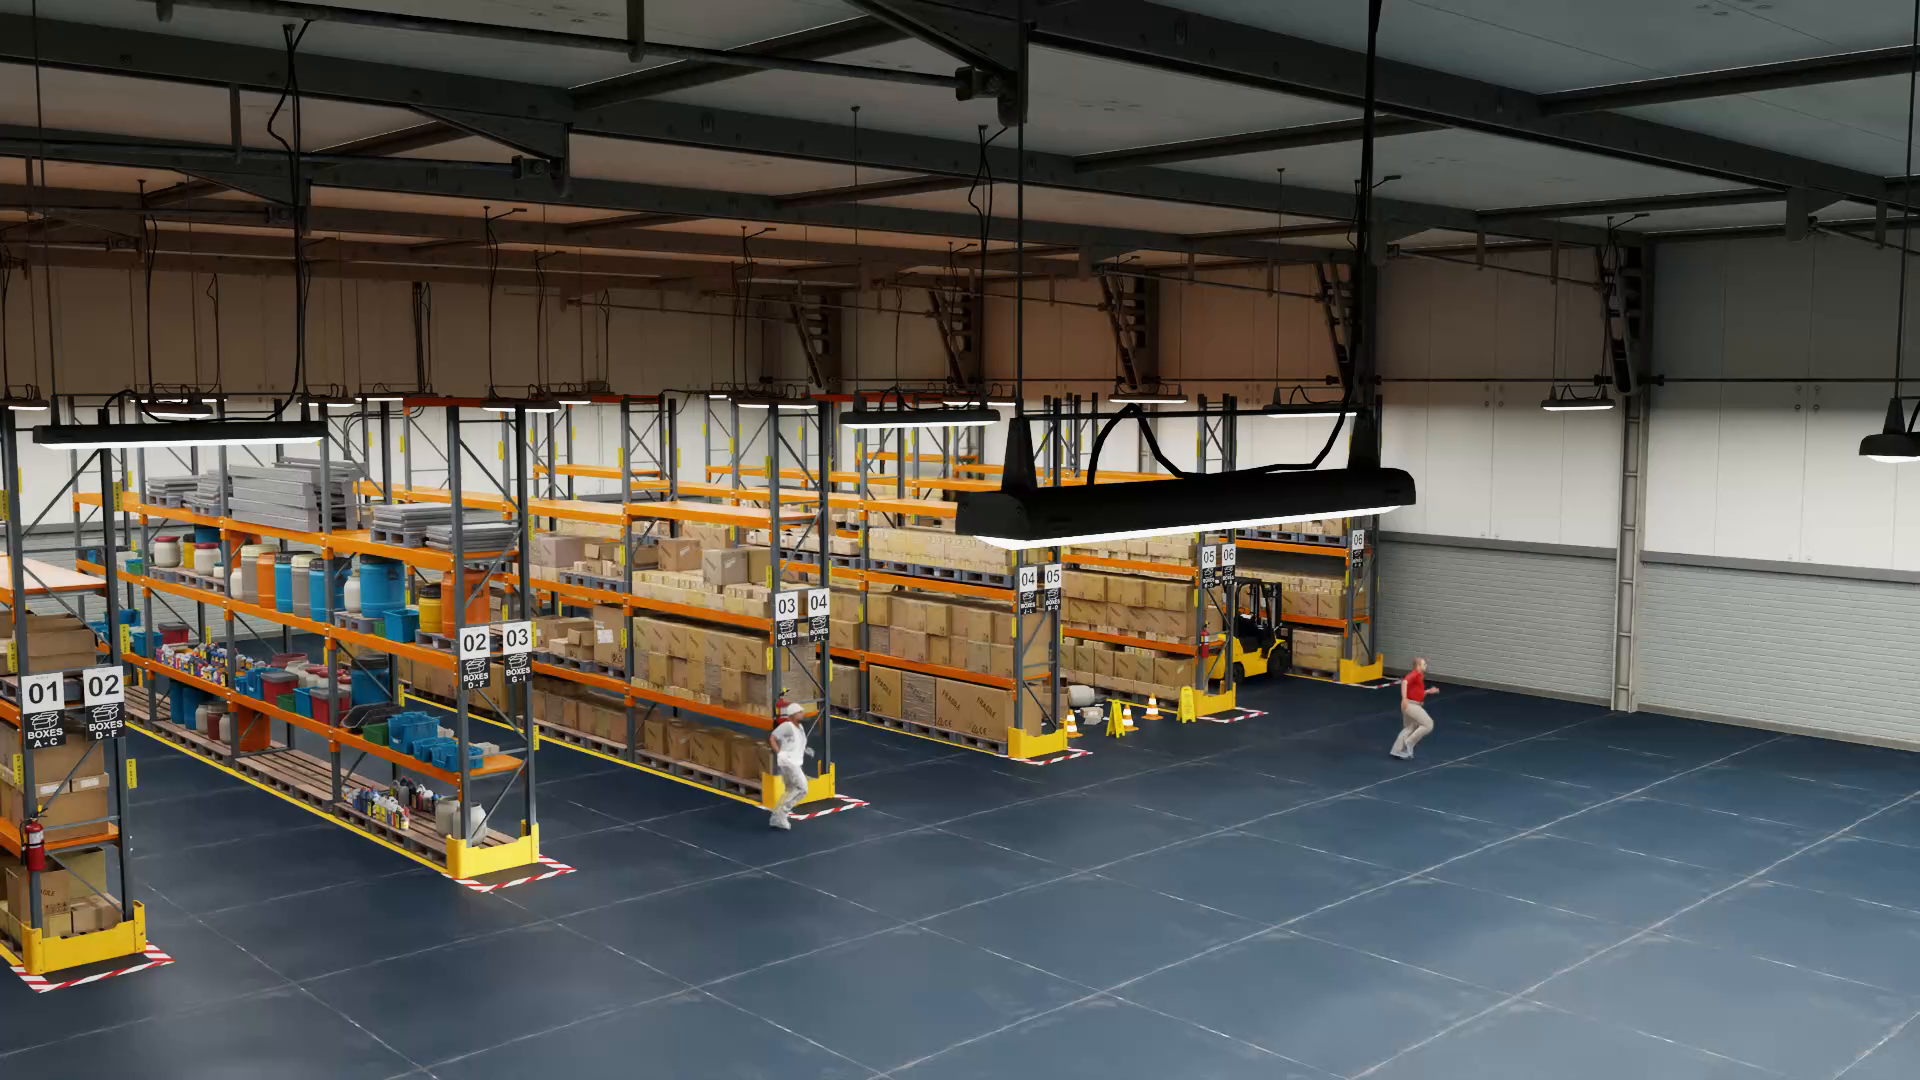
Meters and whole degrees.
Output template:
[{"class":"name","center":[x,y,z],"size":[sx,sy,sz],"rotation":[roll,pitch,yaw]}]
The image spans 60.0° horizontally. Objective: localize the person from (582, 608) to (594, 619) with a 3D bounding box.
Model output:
[{"class":"person","center":[-9.169,1.568,41.254],"size":[0.634,1.596,0.561],"rotation":[1,6,10]}]

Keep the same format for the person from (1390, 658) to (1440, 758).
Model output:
[{"class":"person","center":[7.589,2.801,27.689],"size":[0.774,1.678,0.700],"rotation":[1,6,11]}]

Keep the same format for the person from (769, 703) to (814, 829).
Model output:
[{"class":"person","center":[-2.371,3.182,23.573],"size":[0.619,1.718,0.709],"rotation":[1,6,8]}]
